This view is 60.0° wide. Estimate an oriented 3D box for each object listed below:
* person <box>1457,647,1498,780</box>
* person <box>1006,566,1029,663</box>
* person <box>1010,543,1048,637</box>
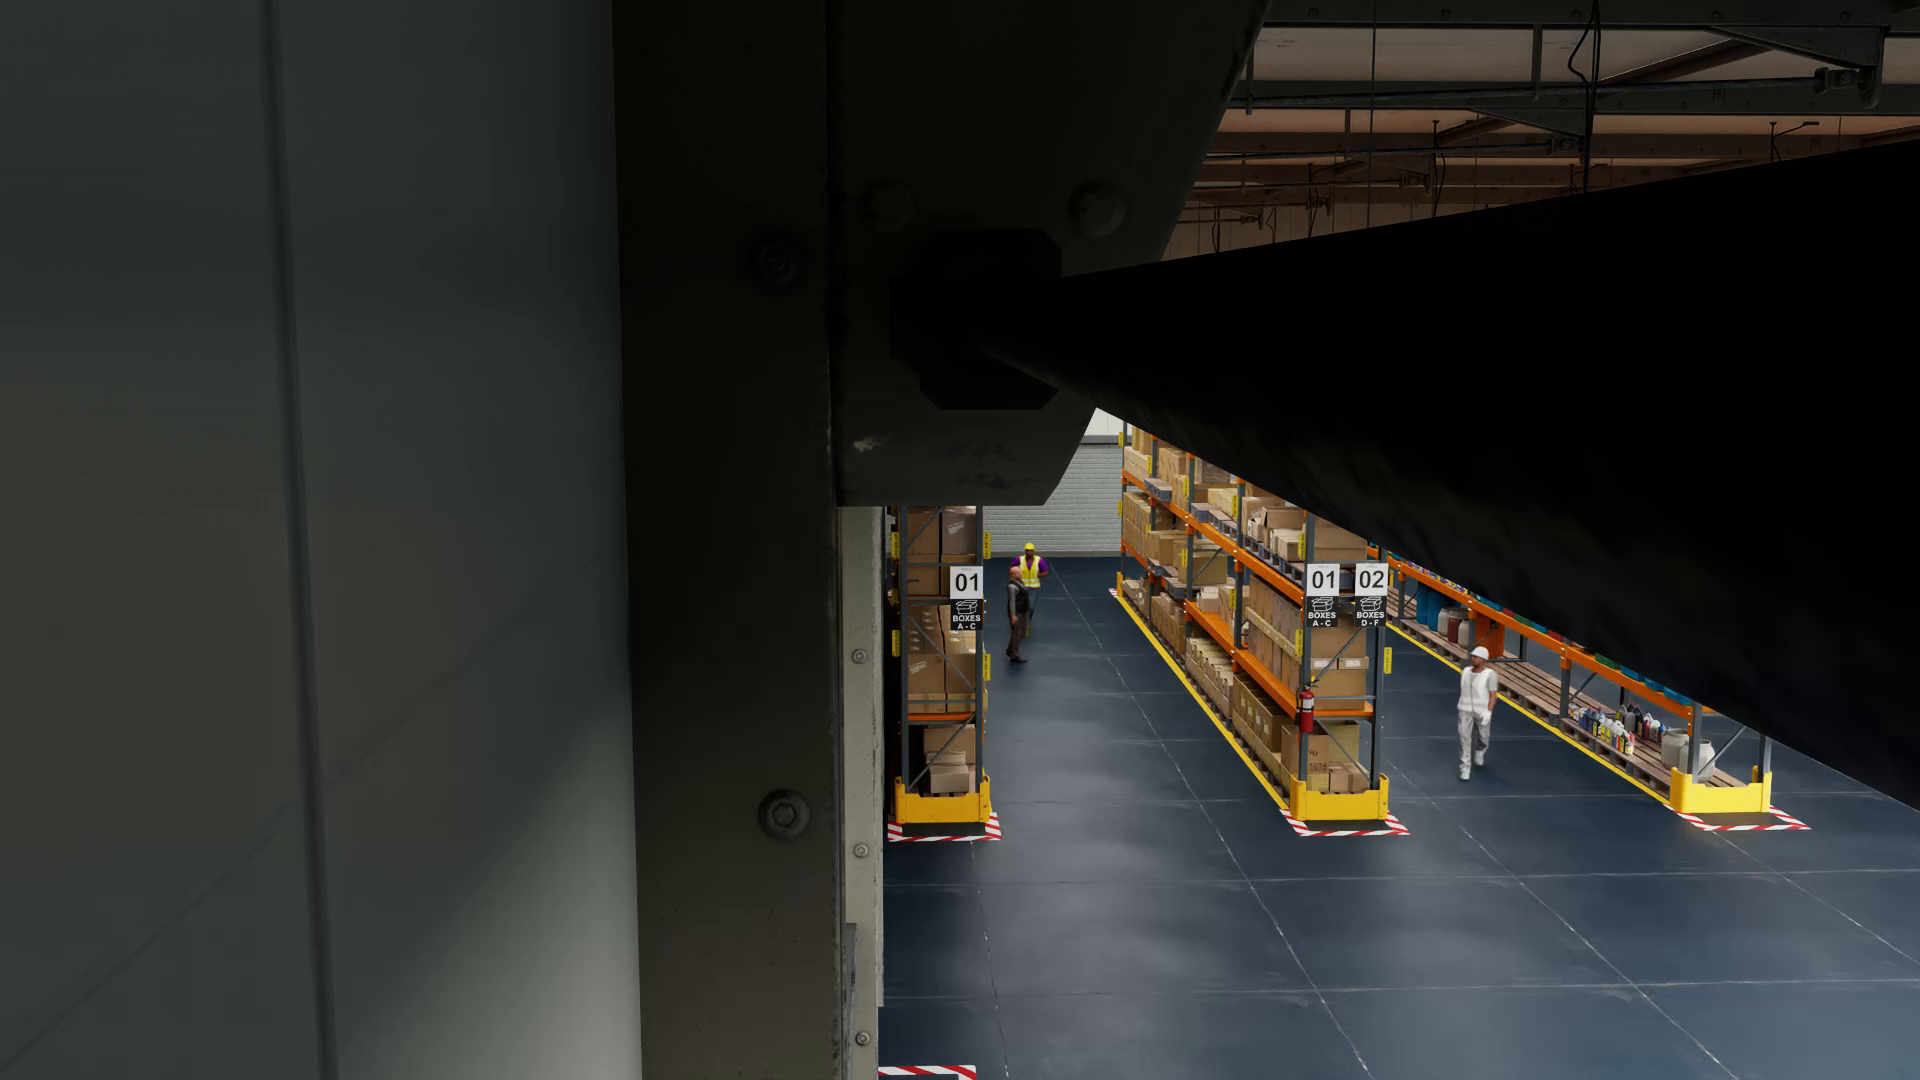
[{"bbox_3d":[6.985,2.307,22.473,0.513,1.745,0.919,2,8,16],"label":"person"},{"bbox_3d":[1.013,1.314,29.718,0.452,1.725,0.594,3,9,22],"label":"person"},{"bbox_3d":[1.354,0.919,32.140,0.722,1.737,1.016,-1,8,-5],"label":"person"}]
